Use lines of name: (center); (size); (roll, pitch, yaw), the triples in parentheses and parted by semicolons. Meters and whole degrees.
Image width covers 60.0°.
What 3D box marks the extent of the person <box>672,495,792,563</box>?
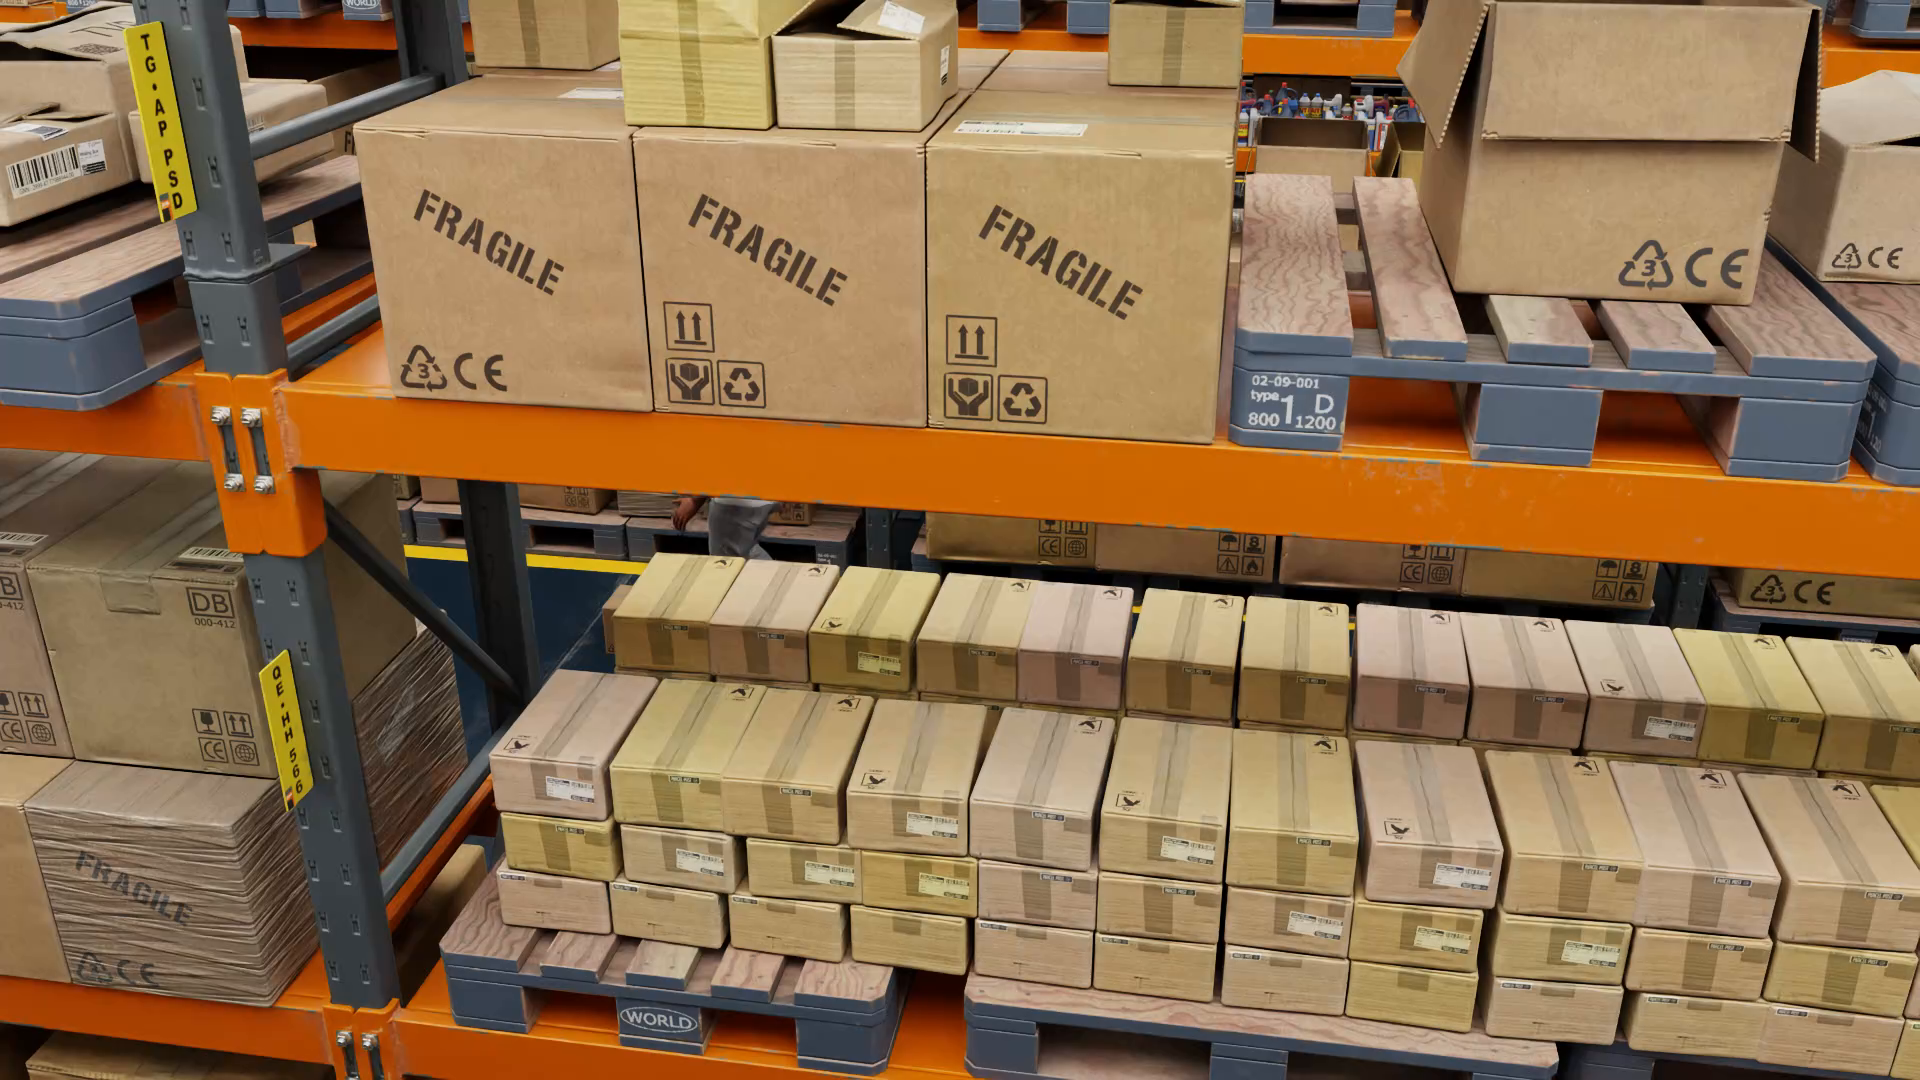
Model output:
person: (-1.024, -0.218, 7.527); (0.536, 1.778, 0.595); (10, 26, 20)
